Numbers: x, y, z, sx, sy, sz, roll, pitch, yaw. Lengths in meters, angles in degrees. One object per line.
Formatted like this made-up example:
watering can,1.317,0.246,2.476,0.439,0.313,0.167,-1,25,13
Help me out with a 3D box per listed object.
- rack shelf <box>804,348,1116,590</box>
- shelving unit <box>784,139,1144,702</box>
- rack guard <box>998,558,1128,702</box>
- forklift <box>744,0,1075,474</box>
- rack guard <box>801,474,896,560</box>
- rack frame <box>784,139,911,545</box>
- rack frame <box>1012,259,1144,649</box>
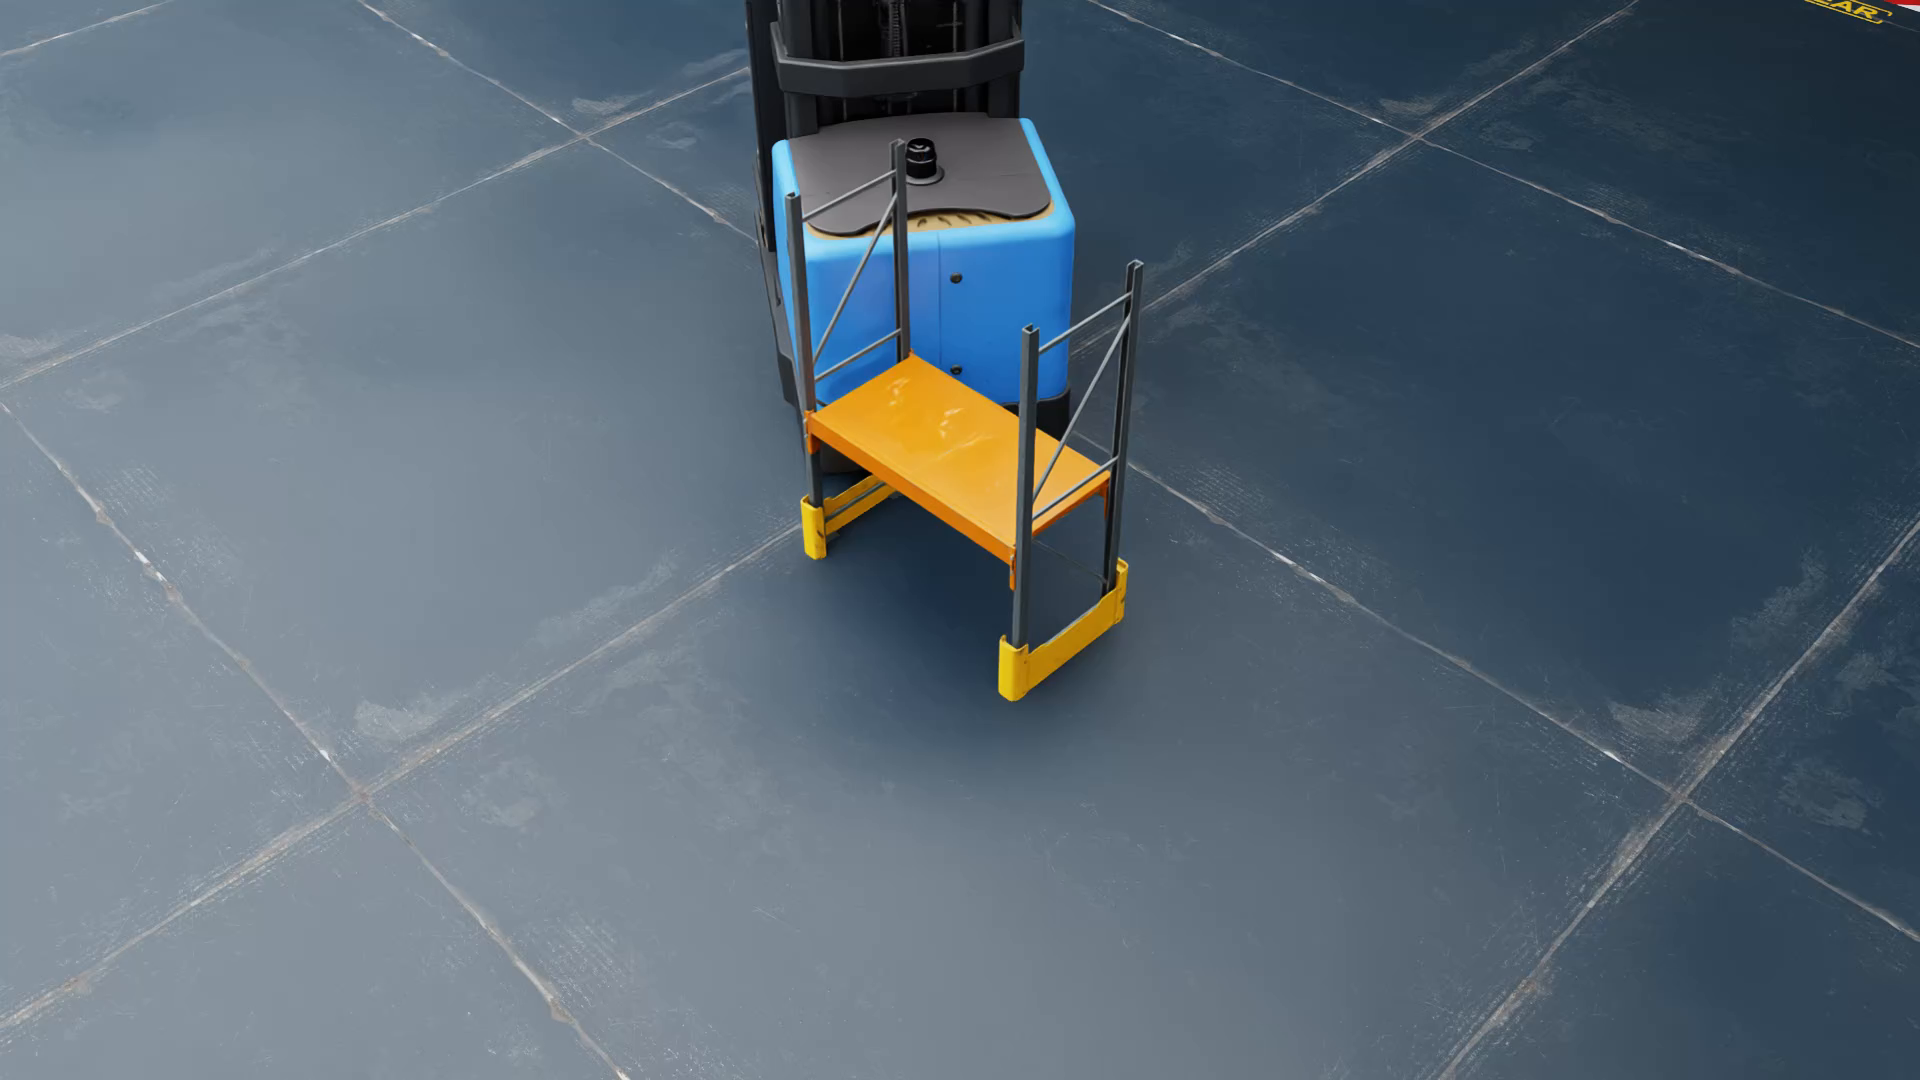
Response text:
rack shelf,-0.003,-0.266,5.698,1.000,0.185,0.538,34,52,31
shelving unit,0.004,-0.394,5.571,1.083,1.500,0.587,34,52,31
rack guard,0.358,0.303,5.738,0.087,0.250,0.587,34,52,31
forklift,-0.343,-2.343,6.626,1.130,2.935,3.031,-7,43,-8
rack guard,-0.351,-0.172,6.252,0.087,0.250,0.587,34,52,31
rack frame,-0.365,-0.640,5.838,0.032,1.500,0.500,34,52,31
rack frame,0.359,-0.156,5.314,0.032,1.500,0.500,34,52,31
